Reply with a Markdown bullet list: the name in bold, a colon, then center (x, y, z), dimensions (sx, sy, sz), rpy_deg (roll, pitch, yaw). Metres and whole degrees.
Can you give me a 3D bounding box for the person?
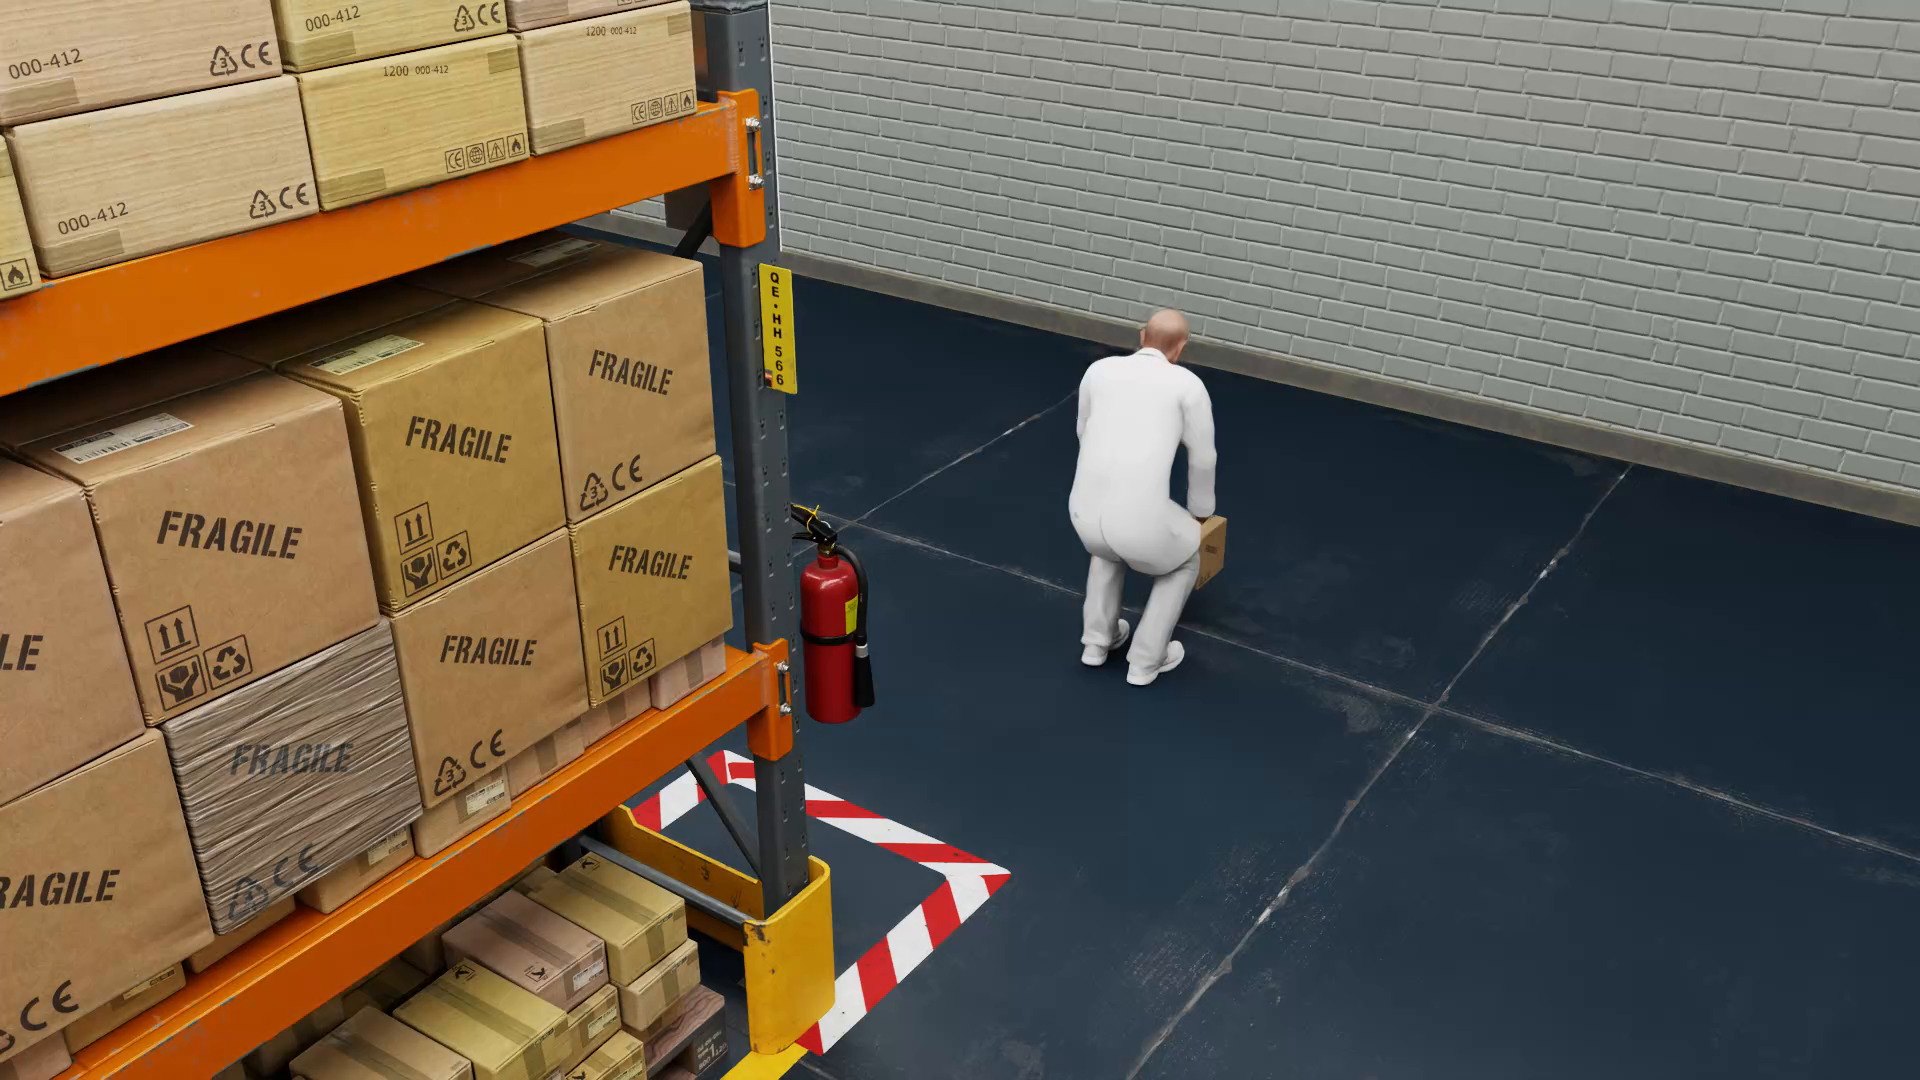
- **person**: center (0.708, -0.170, 6.807), dimensions (0.630, 1.483, 0.679), rpy_deg (17, 31, 31)
